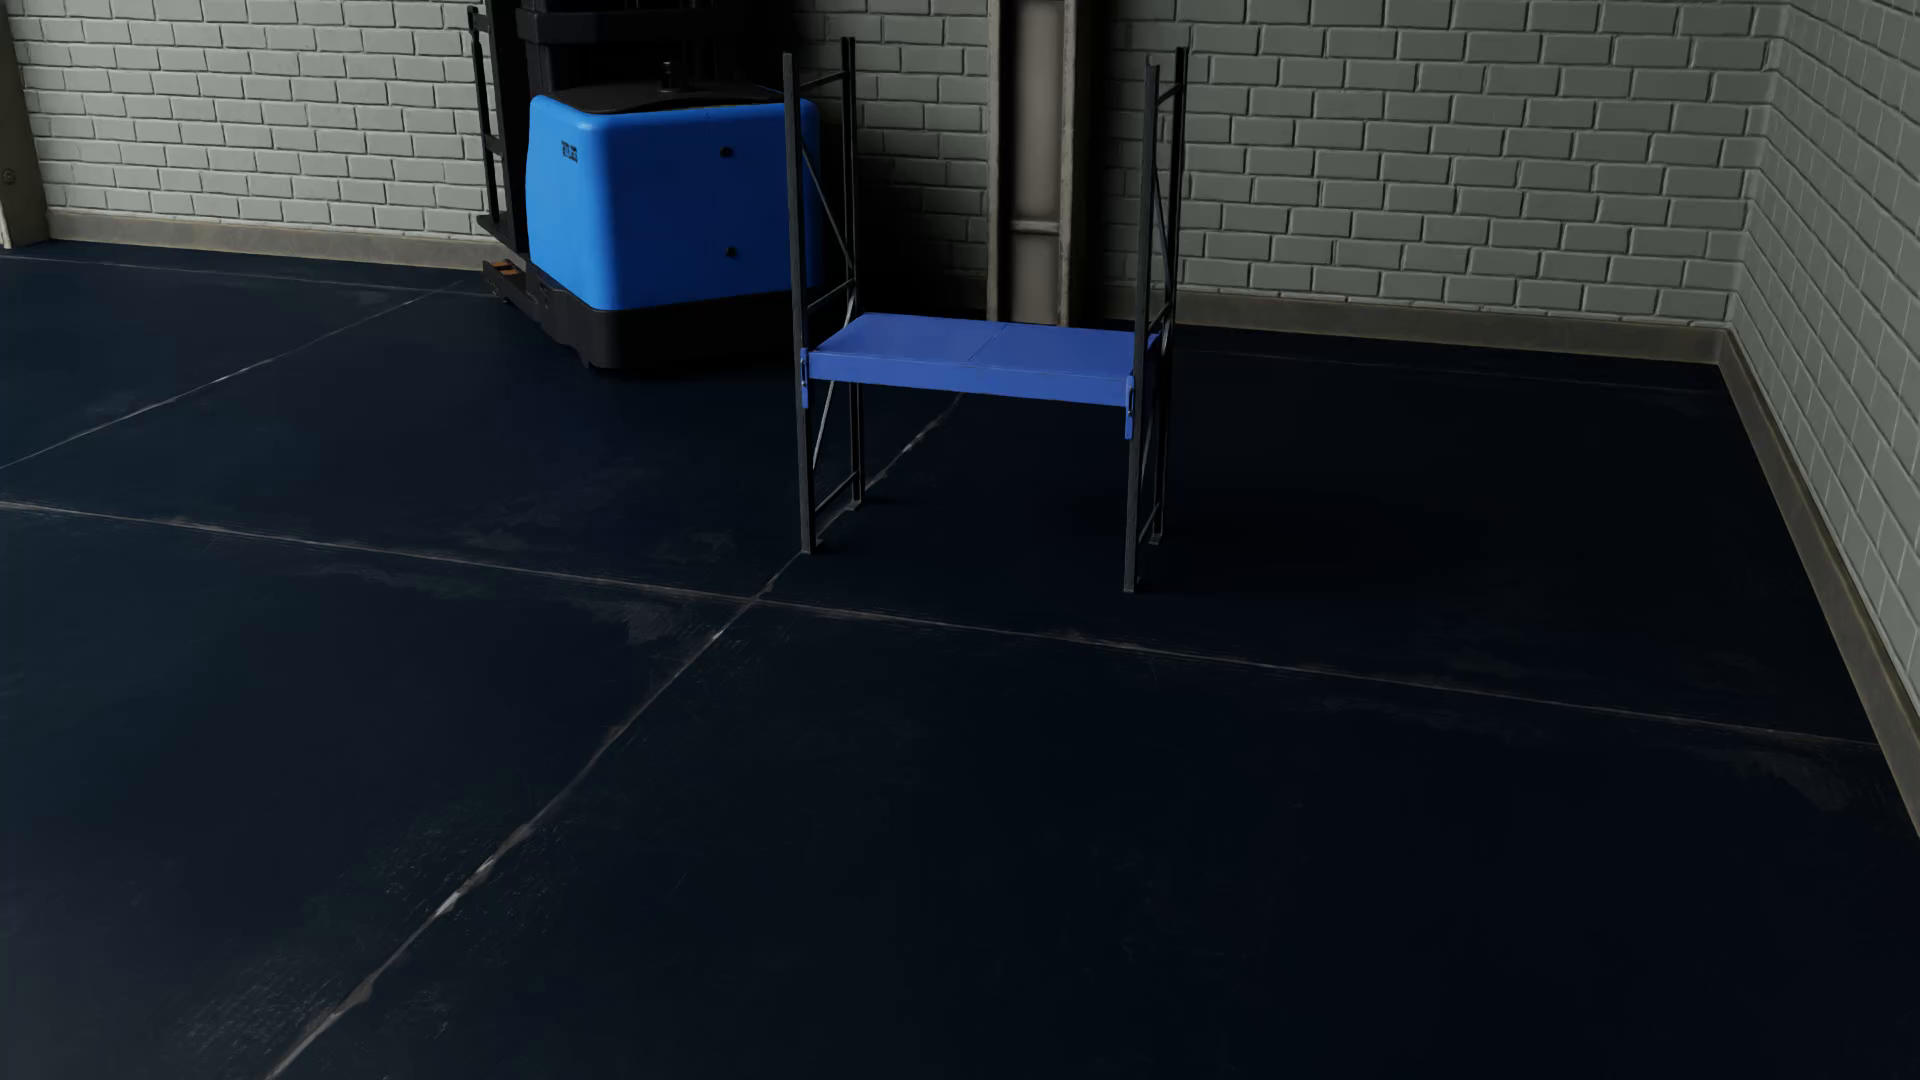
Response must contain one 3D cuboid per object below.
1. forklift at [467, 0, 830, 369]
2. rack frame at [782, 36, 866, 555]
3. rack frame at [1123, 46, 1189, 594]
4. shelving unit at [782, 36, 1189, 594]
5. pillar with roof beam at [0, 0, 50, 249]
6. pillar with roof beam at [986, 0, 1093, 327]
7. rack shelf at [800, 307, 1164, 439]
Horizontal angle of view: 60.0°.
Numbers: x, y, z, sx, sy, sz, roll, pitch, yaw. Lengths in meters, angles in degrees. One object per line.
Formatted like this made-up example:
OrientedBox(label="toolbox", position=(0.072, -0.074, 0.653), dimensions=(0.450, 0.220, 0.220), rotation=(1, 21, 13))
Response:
OrientedBox(label="forklift", position=(-1.703, -2.573, 7.680), dimensions=(1.130, 2.935, 3.031), rotation=(-11, 25, -26))
OrientedBox(label="rack frame", position=(-0.405, -0.740, 5.098), dimensions=(0.032, 1.500, 0.500), rotation=(7, 23, 16))
OrientedBox(label="rack frame", position=(0.568, -0.629, 4.827), dimensions=(0.032, 1.500, 0.500), rotation=(7, 23, 16))
OrientedBox(label="shelving unit", position=(0.082, -0.685, 4.963), dimensions=(1.048, 1.500, 0.538), rotation=(7, 23, 16))
OrientedBox(label="pillar with roof beam", position=(-6.634, -4.288, 3.866), dimensions=(0.400, 9.000, 9.100), rotation=(7, 23, 16))
OrientedBox(label="pillar with roof beam", position=(-0.889, -3.630, 2.263), dimensions=(0.400, 9.000, 9.100), rotation=(7, 23, 16))
OrientedBox(label="rack shelf", position=(0.082, -0.518, 5.031), dimensions=(1.000, 0.185, 0.538), rotation=(7, 23, 16))
